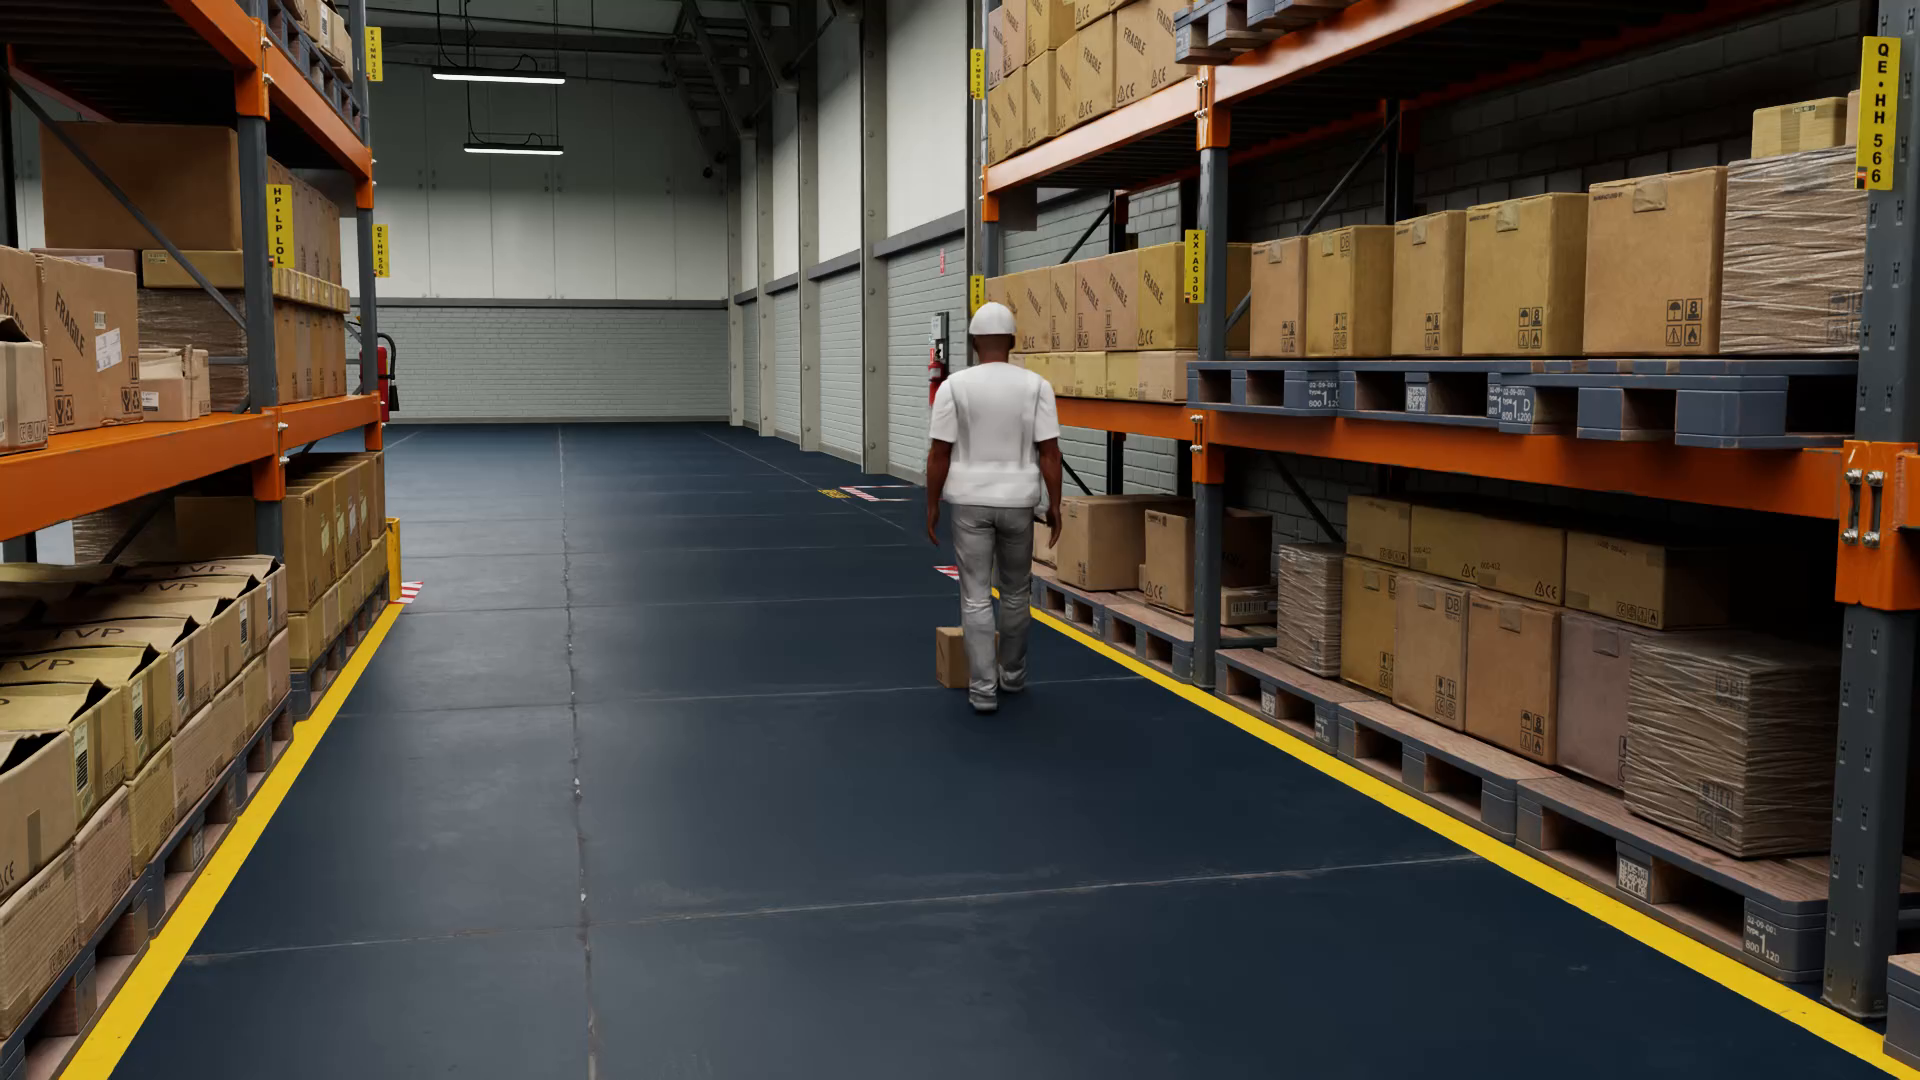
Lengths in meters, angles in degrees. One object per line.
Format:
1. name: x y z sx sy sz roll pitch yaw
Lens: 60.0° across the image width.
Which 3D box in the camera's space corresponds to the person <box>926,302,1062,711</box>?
1. person: 0.132 -0.164 7.376 0.590 1.756 0.741 -1 6 -6
